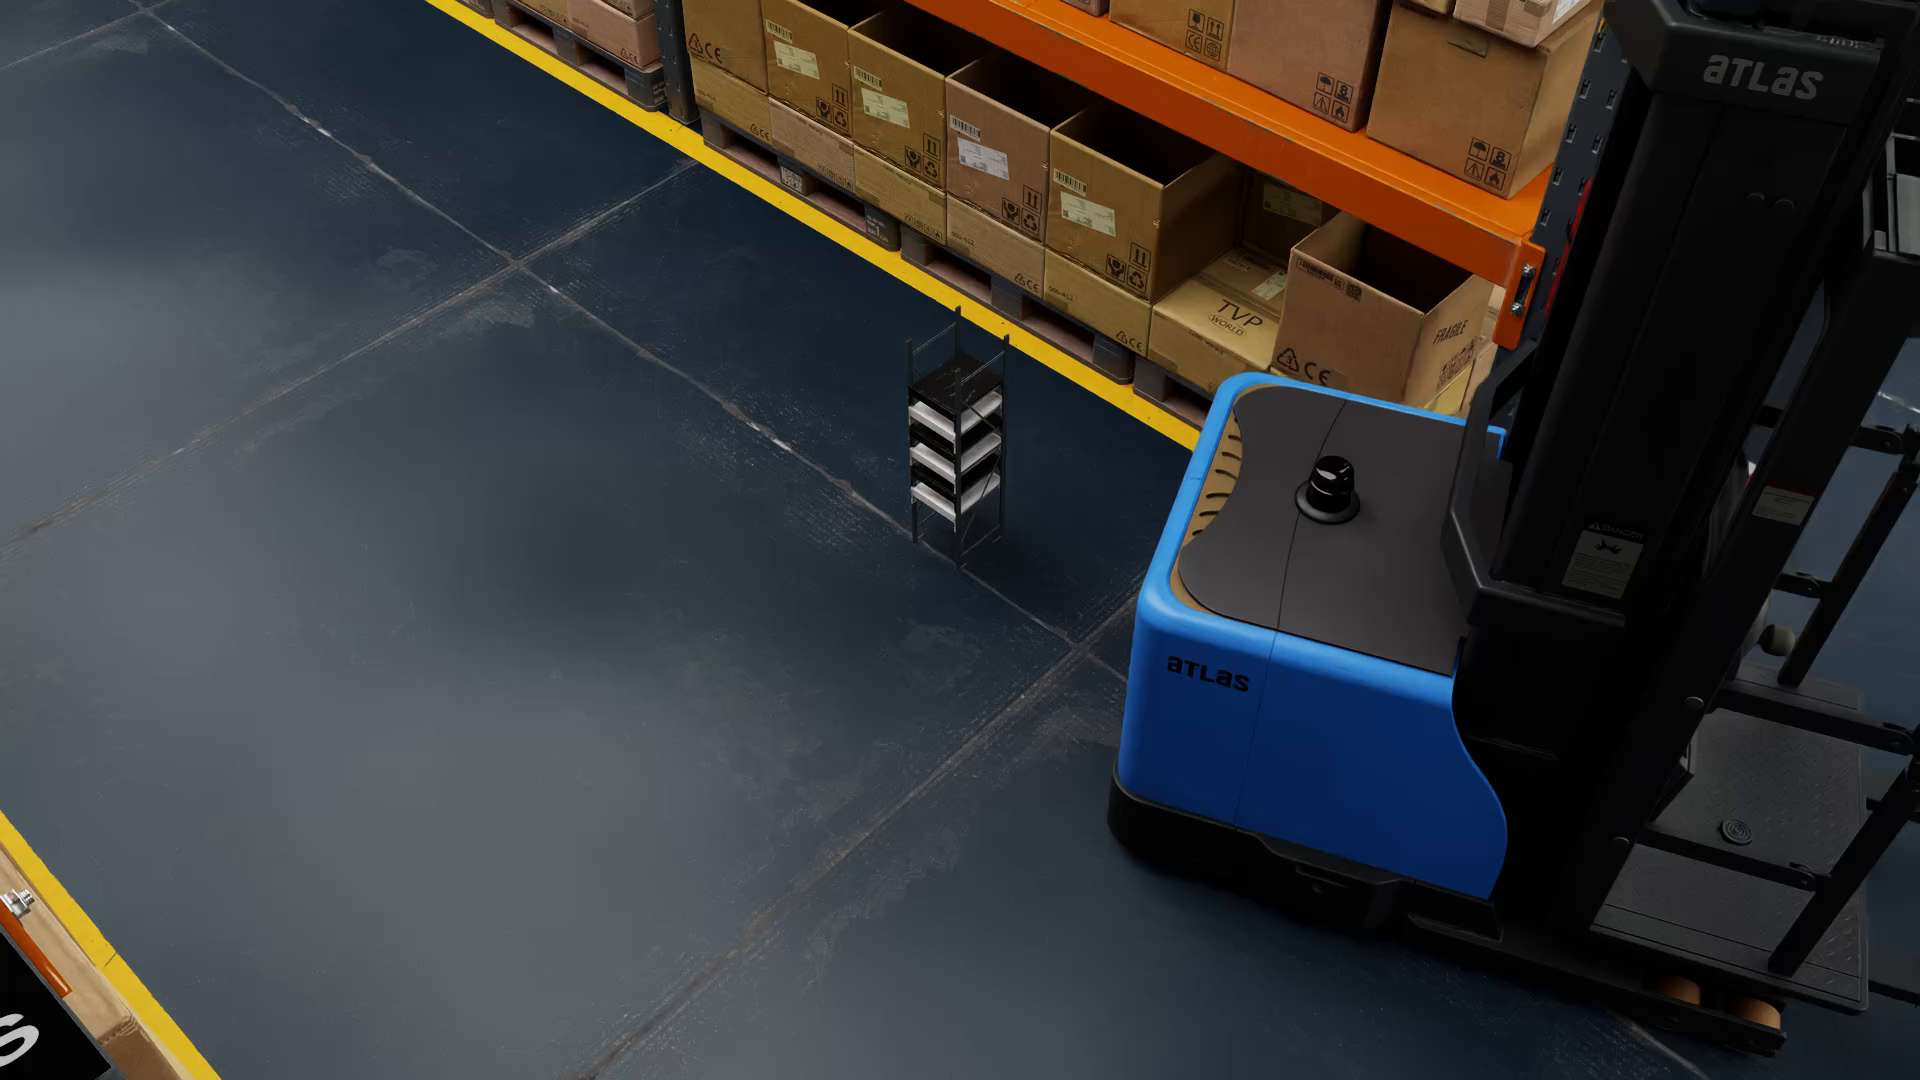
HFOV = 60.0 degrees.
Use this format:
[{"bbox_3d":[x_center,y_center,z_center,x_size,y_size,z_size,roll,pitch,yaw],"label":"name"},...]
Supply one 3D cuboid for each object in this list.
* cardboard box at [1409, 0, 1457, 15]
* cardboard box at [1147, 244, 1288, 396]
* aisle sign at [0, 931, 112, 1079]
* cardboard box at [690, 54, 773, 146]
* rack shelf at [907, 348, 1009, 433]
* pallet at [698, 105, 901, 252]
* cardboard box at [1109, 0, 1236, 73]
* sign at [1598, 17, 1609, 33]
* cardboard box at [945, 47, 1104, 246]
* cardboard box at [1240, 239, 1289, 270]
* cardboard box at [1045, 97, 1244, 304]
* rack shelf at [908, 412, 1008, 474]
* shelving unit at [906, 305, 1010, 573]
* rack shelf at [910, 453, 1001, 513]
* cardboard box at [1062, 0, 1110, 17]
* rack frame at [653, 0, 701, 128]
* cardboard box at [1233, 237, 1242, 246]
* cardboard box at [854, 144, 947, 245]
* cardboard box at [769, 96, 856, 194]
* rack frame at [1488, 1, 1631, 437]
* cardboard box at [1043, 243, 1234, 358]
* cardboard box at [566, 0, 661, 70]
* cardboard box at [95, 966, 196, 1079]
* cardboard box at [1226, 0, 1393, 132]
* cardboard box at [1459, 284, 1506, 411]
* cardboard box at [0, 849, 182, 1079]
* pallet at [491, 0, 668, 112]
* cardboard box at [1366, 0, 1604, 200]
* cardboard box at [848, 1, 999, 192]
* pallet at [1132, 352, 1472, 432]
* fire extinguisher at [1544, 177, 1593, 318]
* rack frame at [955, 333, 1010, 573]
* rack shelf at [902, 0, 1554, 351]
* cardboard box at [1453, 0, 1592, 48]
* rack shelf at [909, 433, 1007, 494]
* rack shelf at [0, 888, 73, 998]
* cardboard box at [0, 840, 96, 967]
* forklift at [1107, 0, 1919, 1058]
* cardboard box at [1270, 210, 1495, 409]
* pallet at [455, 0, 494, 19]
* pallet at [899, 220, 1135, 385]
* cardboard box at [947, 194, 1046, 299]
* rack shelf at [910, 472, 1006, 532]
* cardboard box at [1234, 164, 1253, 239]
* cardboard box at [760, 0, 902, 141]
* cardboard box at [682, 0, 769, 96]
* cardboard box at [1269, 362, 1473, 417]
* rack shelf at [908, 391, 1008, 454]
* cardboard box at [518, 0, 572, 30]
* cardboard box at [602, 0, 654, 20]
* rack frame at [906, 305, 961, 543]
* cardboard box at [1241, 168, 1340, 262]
[{"bbox_3d":[1.400,-1.679,4.755,0.250,0.149,0.380,35,56,28],"label":"cardboard box"},{"bbox_3d":[1.033,-0.757,6.002,0.500,0.250,0.500,34,55,28],"label":"cardboard box"},{"bbox_3d":[-1.098,0.433,1.502,0.004,0.787,0.394,34,55,28],"label":"aisle sign"},{"bbox_3d":[-0.801,-1.996,7.164,0.500,0.250,0.500,34,55,28],"label":"cardboard box"},{"bbox_3d":[-0.006,-0.474,5.253,0.200,0.077,0.258,34,55,28],"label":"rack shelf"},{"bbox_3d":[-0.380,-1.815,7.309,1.213,0.211,1.003,34,55,28],"label":"pallet"},{"bbox_3d":[0.919,-1.985,5.487,0.500,0.500,0.700,34,56,28],"label":"cardboard box"},{"bbox_3d":[1.625,-1.401,4.051,0.005,0.325,0.100,34,55,28],"label":"sign"},{"bbox_3d":[0.296,-1.507,6.191,0.500,0.500,0.500,34,55,28],"label":"cardboard box"},{"bbox_3d":[1.390,-1.039,6.266,0.500,0.250,0.500,34,55,28],"label":"cardboard box"},{"bbox_3d":[0.662,-1.259,5.958,0.500,0.500,0.500,34,55,28],"label":"cardboard box"},{"bbox_3d":[-0.006,-0.351,5.384,0.200,0.077,0.258,34,55,28],"label":"rack shelf"},{"bbox_3d":[-0.006,-0.312,5.426,0.210,0.900,0.258,34,55,28],"label":"shelving unit"},{"bbox_3d":[-0.006,-0.228,5.516,0.200,0.077,0.258,34,55,28],"label":"rack shelf"},{"bbox_3d":[0.529,-2.243,5.730,0.500,0.500,0.700,36,56,29],"label":"cardboard box"},{"bbox_3d":[-0.936,-3.185,6.683,0.127,3.000,1.000,34,55,28],"label":"rack frame"},{"bbox_3d":[1.023,-1.287,6.499,0.500,0.250,0.500,34,55,28],"label":"cardboard box"},{"bbox_3d":[-0.073,-1.496,6.695,0.500,0.250,0.500,34,55,28],"label":"cardboard box"},{"bbox_3d":[-0.437,-1.746,6.930,0.500,0.250,0.500,34,55,28],"label":"cardboard box"},{"bbox_3d":[2.003,-1.207,4.826,0.127,3.000,1.000,34,55,28],"label":"rack frame"},{"bbox_3d":[0.664,-1.004,6.233,0.500,0.250,0.500,34,55,28],"label":"cardboard box"},{"bbox_3d":[-1.438,-2.437,7.579,0.500,0.250,0.500,33,55,27],"label":"cardboard box"},{"bbox_3d":[-1.497,1.082,2.766,0.500,0.250,0.500,32,55,27],"label":"cardboard box"},{"bbox_3d":[1.280,-1.736,5.254,0.500,0.500,0.700,35,56,29],"label":"cardboard box"},{"bbox_3d":[1.760,-0.794,6.036,0.500,0.250,0.500,34,55,28],"label":"cardboard box"},{"bbox_3d":[-1.501,0.839,2.479,0.500,0.500,0.500,34,55,28],"label":"cardboard box"},{"bbox_3d":[-1.504,-2.574,8.022,1.213,0.211,1.003,34,55,28],"label":"pallet"},{"bbox_3d":[1.669,-1.479,5.013,0.500,0.500,0.700,34,55,28],"label":"cardboard box"},{"bbox_3d":[-0.073,-1.753,6.422,0.500,0.500,0.500,34,55,28],"label":"cardboard box"},{"bbox_3d":[1.413,-0.608,6.176,1.213,0.211,1.003,34,55,28],"label":"pallet"},{"bbox_3d":[1.775,-0.873,4.566,0.183,0.674,0.296,34,55,28],"label":"fire extinguisher"},{"bbox_3d":[0.069,-0.262,5.379,0.006,0.900,0.240,34,55,28],"label":"rack frame"},{"bbox_3d":[0.533,-1.950,6.017,4.000,0.370,1.077,34,55,28],"label":"rack shelf"},{"bbox_3d":[1.593,-1.550,4.634,0.250,0.149,0.380,33,55,27],"label":"cardboard box"},{"bbox_3d":[-0.006,-0.289,5.450,0.200,0.077,0.258,34,55,28],"label":"rack shelf"},{"bbox_3d":[-2.824,-0.321,2.430,4.000,0.370,1.077,34,55,28],"label":"rack shelf"},{"bbox_3d":[-1.857,0.589,2.714,0.500,0.500,0.500,34,55,28],"label":"cardboard box"},{"bbox_3d":[2.005,-0.069,3.805,3.031,2.935,1.130,15,49,13],"label":"forklift"},{"bbox_3d":[1.407,-0.772,5.501,0.500,0.500,0.500,34,55,28],"label":"cardboard box"},{"bbox_3d":[-2.405,-3.177,8.588,1.213,0.211,1.003,34,55,28],"label":"pallet"},{"bbox_3d":[0.520,-1.212,6.743,1.213,0.211,1.003,34,55,28],"label":"pallet"},{"bbox_3d":[0.298,-1.252,6.466,0.500,0.250,0.500,34,55,28],"label":"cardboard box"},{"bbox_3d":[-0.006,-0.166,5.581,0.200,0.077,0.258,34,55,28],"label":"rack shelf"},{"bbox_3d":[1.015,-1.537,6.219,0.500,0.500,0.500,34,55,28],"label":"cardboard box"},{"bbox_3d":[-0.435,-2.004,6.658,0.500,0.500,0.500,34,55,28],"label":"cardboard box"},{"bbox_3d":[-0.808,-2.247,6.886,0.500,0.500,0.500,34,55,28],"label":"cardboard box"},{"bbox_3d":[1.409,-0.517,5.776,0.500,0.250,0.500,34,55,28],"label":"cardboard box"},{"bbox_3d":[-0.006,-0.412,5.319,0.200,0.077,0.258,34,55,28],"label":"rack shelf"},{"bbox_3d":[-1.808,-2.688,7.815,0.500,0.250,0.500,33,55,27],"label":"cardboard box"},{"bbox_3d":[-1.428,-2.626,7.372,0.500,0.311,0.500,34,55,28],"label":"cardboard box"},{"bbox_3d":[-0.081,-0.362,5.473,0.006,0.900,0.240,34,55,28],"label":"rack frame"},{"bbox_3d":[1.391,-1.297,5.994,0.500,0.500,0.500,34,55,28],"label":"cardboard box"}]
